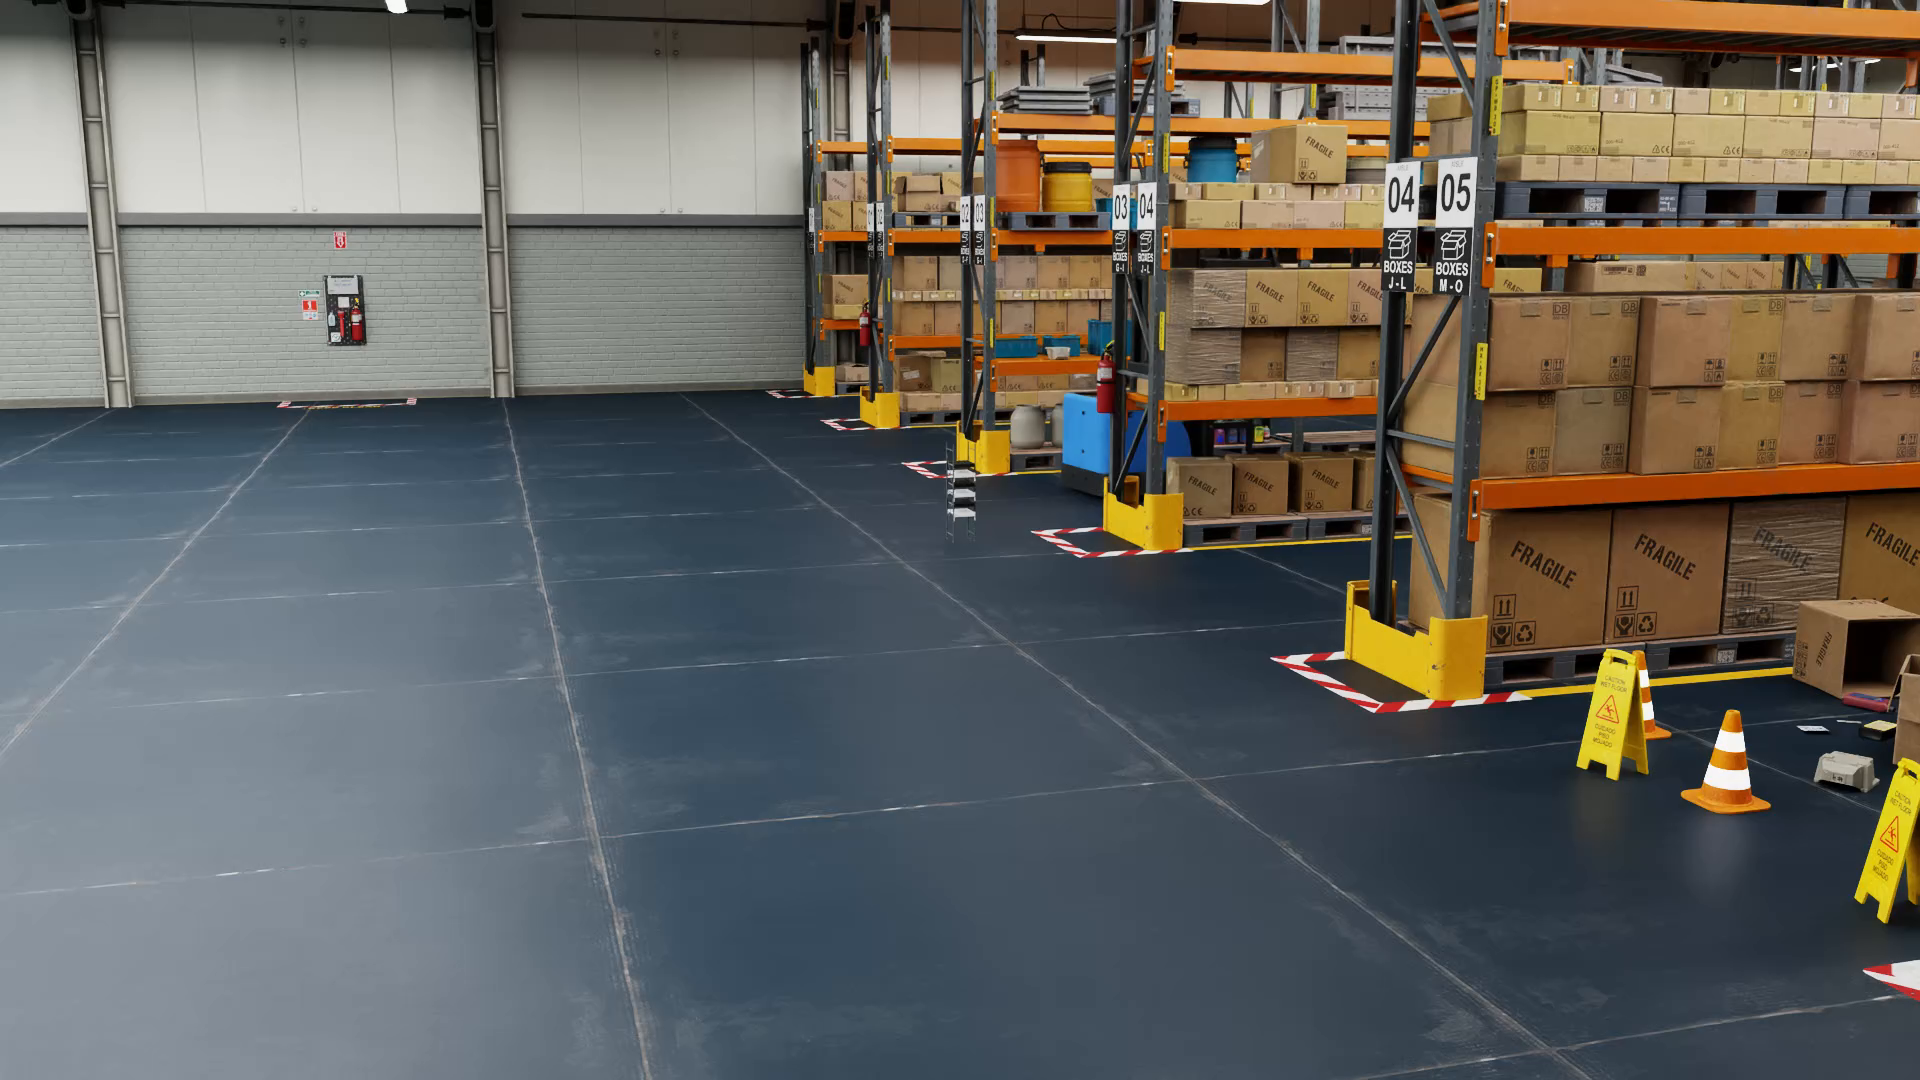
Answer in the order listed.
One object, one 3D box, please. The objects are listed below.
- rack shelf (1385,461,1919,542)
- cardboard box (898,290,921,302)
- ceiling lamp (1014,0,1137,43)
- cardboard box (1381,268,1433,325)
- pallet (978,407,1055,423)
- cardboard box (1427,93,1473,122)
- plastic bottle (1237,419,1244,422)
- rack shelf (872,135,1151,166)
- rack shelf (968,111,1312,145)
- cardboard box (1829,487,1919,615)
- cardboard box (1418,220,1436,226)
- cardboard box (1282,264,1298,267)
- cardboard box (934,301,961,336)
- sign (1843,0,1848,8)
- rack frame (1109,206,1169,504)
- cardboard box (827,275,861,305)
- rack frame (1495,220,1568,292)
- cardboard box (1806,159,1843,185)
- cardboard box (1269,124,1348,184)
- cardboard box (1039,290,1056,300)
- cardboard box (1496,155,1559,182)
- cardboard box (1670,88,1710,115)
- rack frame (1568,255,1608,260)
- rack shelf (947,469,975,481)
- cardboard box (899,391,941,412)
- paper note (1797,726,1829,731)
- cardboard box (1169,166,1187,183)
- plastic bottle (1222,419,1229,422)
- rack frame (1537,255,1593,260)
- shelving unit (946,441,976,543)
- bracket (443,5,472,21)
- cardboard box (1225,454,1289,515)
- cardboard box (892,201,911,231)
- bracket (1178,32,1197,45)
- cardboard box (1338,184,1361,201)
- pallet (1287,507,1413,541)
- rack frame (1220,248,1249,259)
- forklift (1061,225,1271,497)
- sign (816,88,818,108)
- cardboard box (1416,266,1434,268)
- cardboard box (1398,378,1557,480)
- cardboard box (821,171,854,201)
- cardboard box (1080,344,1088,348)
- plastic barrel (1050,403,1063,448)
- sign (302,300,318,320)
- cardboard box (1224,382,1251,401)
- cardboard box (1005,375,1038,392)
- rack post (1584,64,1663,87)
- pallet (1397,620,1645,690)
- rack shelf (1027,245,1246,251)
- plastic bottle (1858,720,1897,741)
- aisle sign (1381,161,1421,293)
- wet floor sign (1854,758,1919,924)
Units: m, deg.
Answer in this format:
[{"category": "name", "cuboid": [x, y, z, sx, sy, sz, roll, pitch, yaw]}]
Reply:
[{"category": "rack shelf", "cuboid": [4.808, -0.362, 10.920, 4.000, 0.370, 1.077, -3, 11, -16]}, {"category": "cardboard box", "cuboid": [-0.730, -3.555, 24.209, 0.250, 0.149, 0.380, -3, 11, -16]}, {"category": "ceiling lamp", "cuboid": [1.940, -9.594, 26.390, 2.000, 3.185, 0.800, -3, 11, -16]}, {"category": "cardboard box", "cuboid": [4.124, -2.251, 15.331, 0.500, 0.500, 0.500, -3, 11, -16]}, {"category": "pallet", "cuboid": [0.725, -1.940, 25.206, 1.213, 0.211, 1.003, -3, 11, -16]}, {"category": "cardboard box", "cuboid": [3.116, -2.690, 10.350, 0.250, 0.149, 0.380, -3, 11, -15]}, {"category": "plastic bottle", "cuboid": [3.476, -1.402, 20.680, 0.185, 0.351, 0.144, -3, 11, -16]}, {"category": "rack shelf", "cuboid": [0.753, -5.706, 24.480, 4.000, 0.370, 1.077, -3, 11, -16]}, {"category": "rack shelf", "cuboid": [2.134, -4.844, 19.802, 4.000, 0.370, 1.077, -3, 11, -16]}, {"category": "cardboard box", "cuboid": [6.105, 0.041, 11.452, 0.875, 0.875, 0.875, -3, 11, -15]}, {"category": "cardboard box", "cuboid": [4.082, -2.966, 15.208, 0.500, 0.250, 0.500, -3, 11, -16]}, {"category": "cardboard box", "cuboid": [6.150, -5.050, 31.172, 0.500, 0.250, 0.500, -3, 11, -17]}, {"category": "cardboard box", "cuboid": [-0.212, -3.303, 24.628, 0.500, 0.500, 0.700, -3, 11, -14]}, {"category": "sign", "cuboid": [9.121, -5.471, 17.097, 0.005, 0.325, 0.100, -3, 11, -16]}, {"category": "rack frame", "cuboid": [1.598, -1.482, 15.017, 0.127, 3.000, 1.000, -3, 11, -16]}, {"category": "cardboard box", "cuboid": [-2.013, -4.342, 28.840, 0.500, 0.500, 0.500, -3, 11, -16]}, {"category": "rack frame", "cuboid": [5.439, -1.685, 16.116, 0.127, 3.000, 1.000, -3, 11, -16]}, {"category": "cardboard box", "cuboid": [5.245, -2.286, 10.355, 0.250, 0.149, 0.380, -3, 11, -16]}, {"category": "cardboard box", "cuboid": [3.099, -3.427, 14.817, 0.500, 0.500, 0.500, -3, 11, -16]}, {"category": "cardboard box", "cuboid": [1.253, -3.660, 24.779, 0.250, 0.149, 0.380, -3, 11, -14]}, {"category": "cardboard box", "cuboid": [3.306, -2.184, 9.801, 0.250, 0.149, 0.380, -3, 11, -15]}, {"category": "cardboard box", "cuboid": [4.273, -2.627, 10.007, 0.250, 0.149, 0.380, -3, 11, -17]}, {"category": "rack frame", "cuboid": [10.355, -3.812, 27.671, 0.127, 3.000, 1.000, -3, 11, -16]}, {"category": "rack shelf", "cuboid": [0.008, -0.587, 15.144, 0.200, 0.077, 0.258, -3, 11, -16]}, {"category": "cardboard box", "cuboid": [-0.590, -2.047, 24.520, 0.500, 0.250, 0.500, -3, 11, -16]}, {"category": "paper note", "cuboid": [4.828, 1.064, 9.391, 0.142, 0.017, 0.144, 1, 10, 4]}, {"category": "cardboard box", "cuboid": [3.277, -5.408, 25.240, 0.500, 0.500, 0.500, -3, 11, -15]}, {"category": "plastic bottle", "cuboid": [3.353, -1.447, 21.110, 0.133, 0.283, 0.061, -3, 11, -16]}, {"category": "rack frame", "cuboid": [7.895, -2.748, 21.893, 0.127, 3.000, 1.000, -3, 11, -16]}, {"category": "shelving unit", "cuboid": [0.008, -0.443, 15.171, 0.210, 0.900, 0.258, -3, 11, -16]}, {"category": "bracket", "cuboid": [-8.185, -8.586, 27.090, 0.430, 0.232, 0.235, -3, 11, -16]}, {"category": "cardboard box", "cuboid": [2.767, -0.524, 15.557, 0.500, 0.500, 0.500, 0, 10, -1]}, {"category": "cardboard box", "cuboid": [-1.141, -5.621, 28.882, 0.500, 0.500, 0.500, -2, 11, -13]}, {"category": "bracket", "cuboid": [4.134, -9.235, 30.617, 0.430, 0.232, 0.235, -3, 11, -16]}, {"category": "cardboard box", "cuboid": [3.412, -3.134, 15.018, 0.250, 0.149, 0.380, -3, 11, -17]}, {"category": "pallet", "cuboid": [3.630, -0.211, 15.812, 1.213, 0.211, 1.003, -3, 11, -16]}, {"category": "rack frame", "cuboid": [5.126, -4.470, 31.248, 0.127, 3.000, 1.000, -3, 11, -16]}, {"category": "forklift", "cuboid": [2.670, -2.006, 18.049, 3.031, 2.935, 1.130, -4, 11, -22]}, {"category": "sign", "cuboid": [-2.404, -7.420, 27.901, 0.005, 0.325, 0.100, -3, 11, -16]}, {"category": "cardboard box", "cuboid": [4.456, -2.368, 15.967, 0.500, 0.500, 0.500, -3, 11, -16]}, {"category": "cardboard box", "cuboid": [3.231, -0.715, 10.436, 0.550, 0.550, 0.875, -3, 11, -16]}, {"category": "cardboard box", "cuboid": [-2.117, -6.069, 28.552, 0.500, 0.500, 0.500, -4, 11, -20]}, {"category": "cardboard box", "cuboid": [2.409, -3.687, 30.609, 0.500, 0.250, 0.500, -3, 11, -17]}, {"category": "plastic barrel", "cuboid": [1.306, -1.398, 20.272, 0.421, 0.512, 0.421, 0, 10, 0]}, {"category": "sign", "cuboid": [-10.829, -3.837, 27.707, 0.234, 0.329, 0.001, -3, 11, -16]}, {"category": "cardboard box", "cuboid": [2.428, -1.351, 14.998, 0.250, 0.149, 0.380, -3, 11, -16]}, {"category": "cardboard box", "cuboid": [0.851, -2.491, 24.862, 0.500, 0.500, 0.500, -3, 11, -16]}, {"category": "rack post", "cuboid": [8.616, -6.009, 21.609, 0.986, 0.289, 0.624, -3, 11, -16]}, {"category": "pallet", "cuboid": [3.633, 0.702, 10.851, 1.213, 0.211, 1.003, -3, 11, -16]}, {"category": "rack shelf", "cuboid": [3.206, -5.491, 30.491, 4.000, 0.370, 1.077, -3, 11, -16]}, {"category": "plastic bottle", "cuboid": [5.169, 1.061, 9.318, 0.283, 0.061, 0.133, -8, 13, -36]}, {"category": "aisle sign", "cuboid": [2.736, -1.942, 10.334, 0.004, 0.787, 0.394, -3, 11, -16]}, {"category": "wet floor sign", "cuboid": [3.887, 1.222, 6.830, 0.232, 0.644, 0.267, 1, 10, 4]}]
